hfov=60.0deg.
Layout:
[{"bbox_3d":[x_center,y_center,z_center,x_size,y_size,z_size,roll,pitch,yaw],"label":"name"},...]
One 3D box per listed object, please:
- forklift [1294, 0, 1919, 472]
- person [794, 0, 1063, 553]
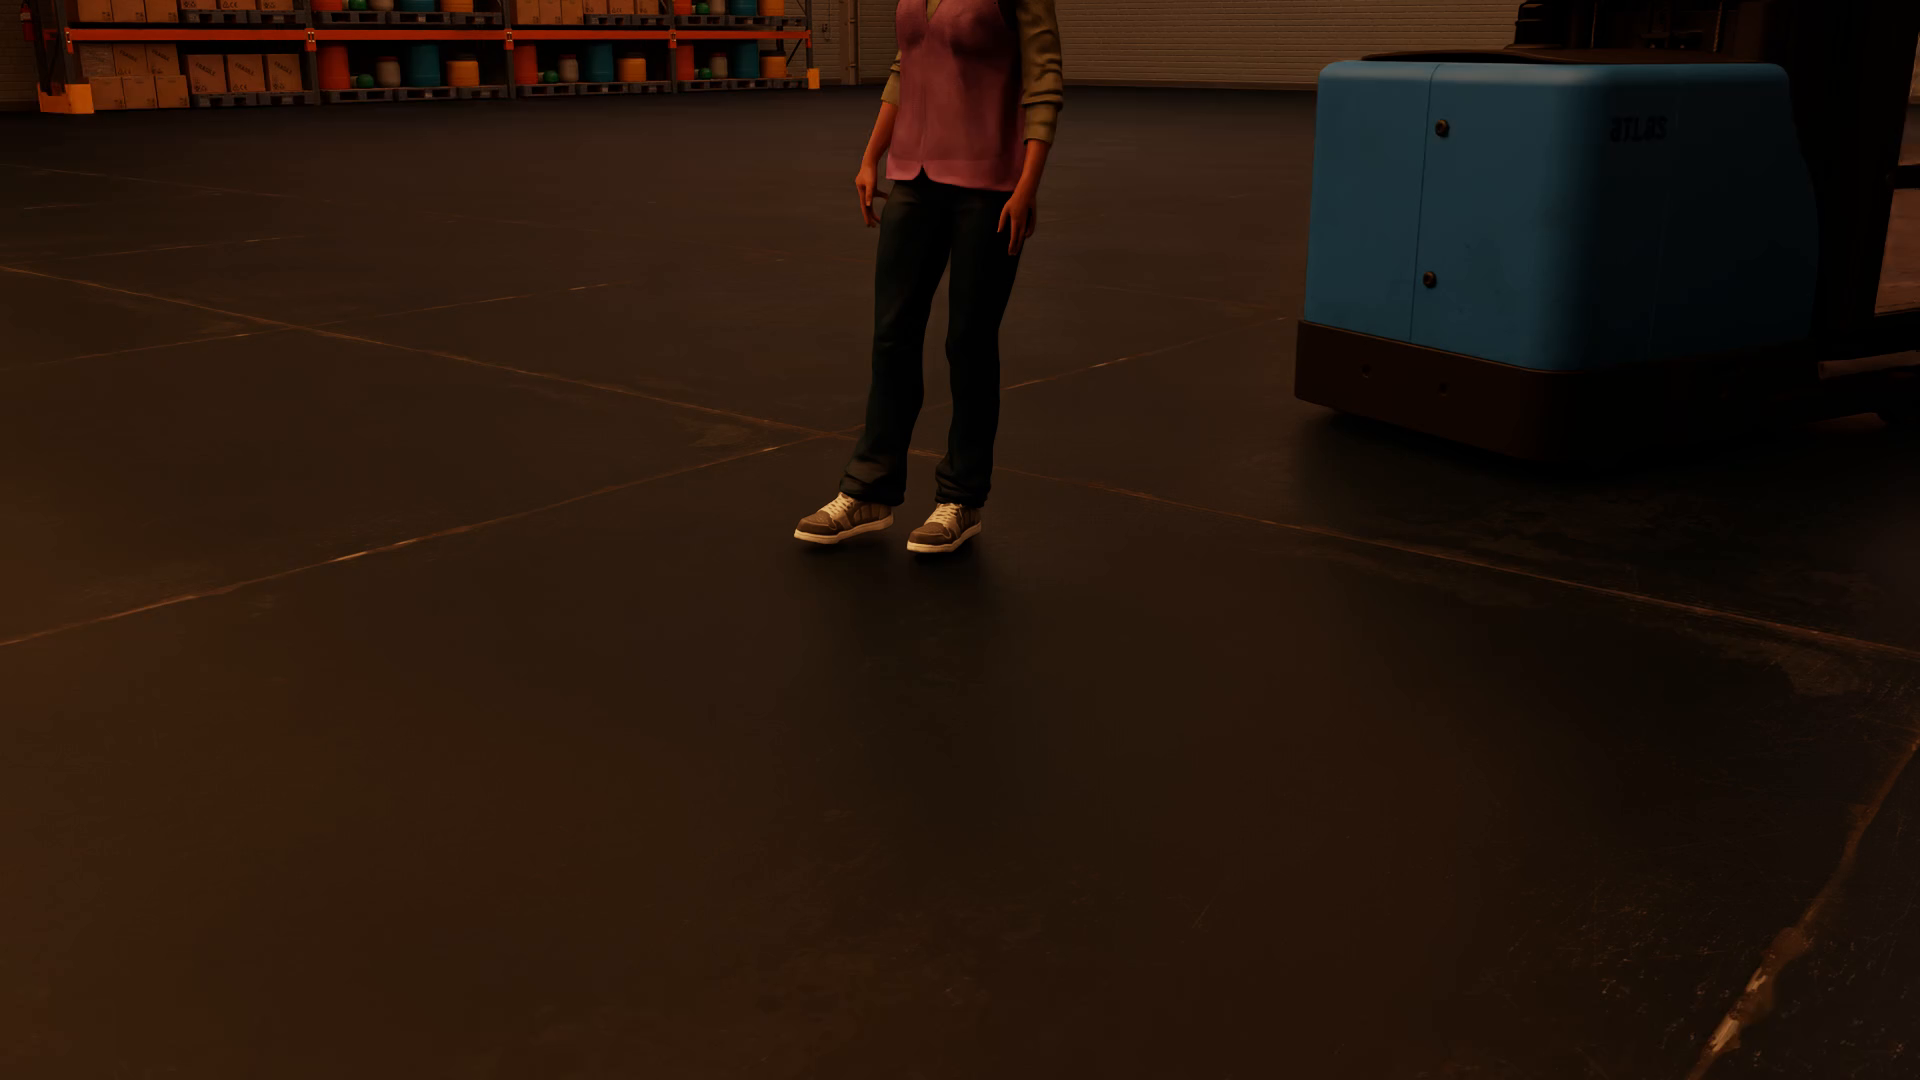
[{"bbox_3d":[2.573,-1.877,5.079,3.031,2.935,1.130,-10,19,-29],"label":"forklift"},{"bbox_3d":[-0.058,-0.757,3.661,0.521,1.599,0.473,13,21,37],"label":"person"}]
